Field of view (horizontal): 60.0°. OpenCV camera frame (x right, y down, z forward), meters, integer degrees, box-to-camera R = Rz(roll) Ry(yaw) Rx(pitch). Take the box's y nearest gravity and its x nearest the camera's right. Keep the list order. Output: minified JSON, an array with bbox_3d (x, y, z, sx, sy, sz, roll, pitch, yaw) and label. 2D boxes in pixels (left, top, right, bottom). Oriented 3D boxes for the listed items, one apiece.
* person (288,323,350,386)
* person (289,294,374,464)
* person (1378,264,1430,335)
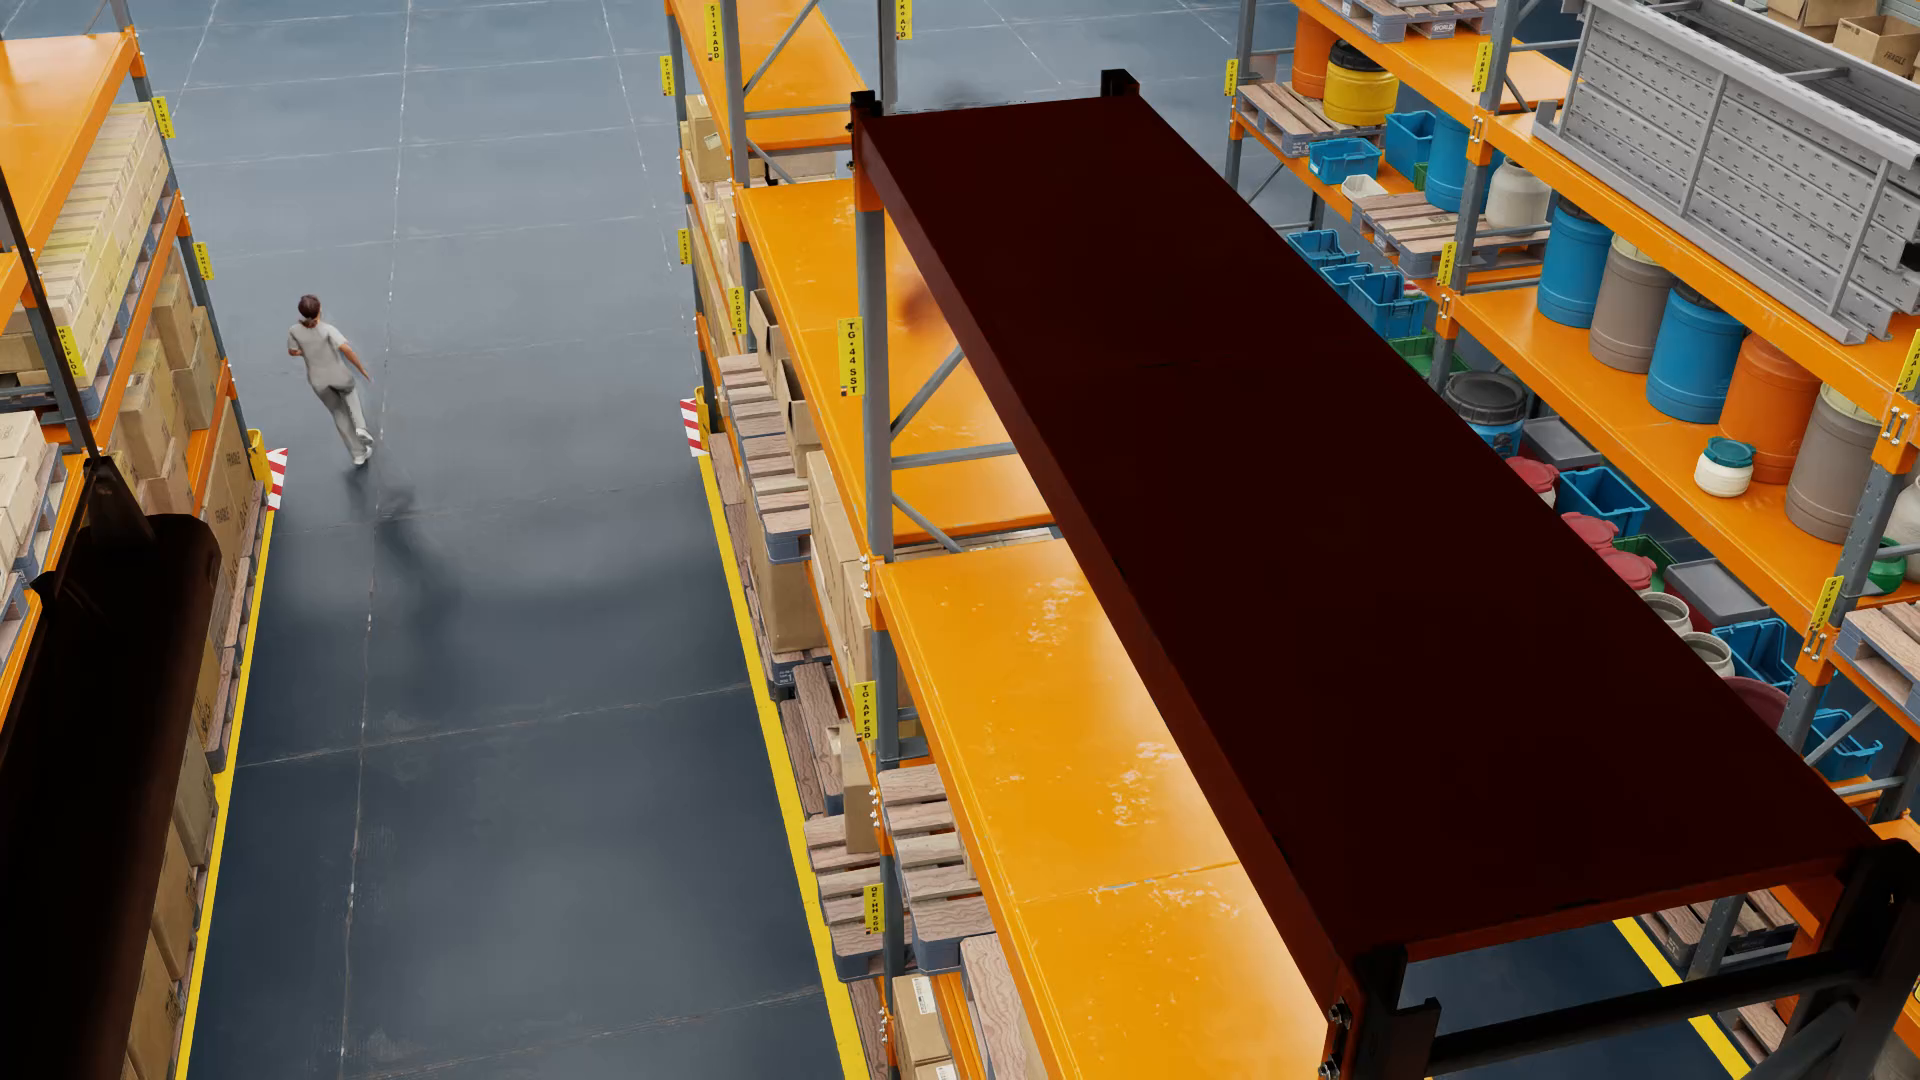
[{"bbox_3d":[2.144,2.078,9.625,9.067,1.697,18.345,-15,37,-21],"label":"person"},{"bbox_3d":[-5.569,-1.453,14.779,0.638,1.627,0.590,-10,36,-14],"label":"person"},{"bbox_3d":[7.071,1.469,10.422,5.031,1.738,14.840,-24,41,-31],"label":"person"}]
